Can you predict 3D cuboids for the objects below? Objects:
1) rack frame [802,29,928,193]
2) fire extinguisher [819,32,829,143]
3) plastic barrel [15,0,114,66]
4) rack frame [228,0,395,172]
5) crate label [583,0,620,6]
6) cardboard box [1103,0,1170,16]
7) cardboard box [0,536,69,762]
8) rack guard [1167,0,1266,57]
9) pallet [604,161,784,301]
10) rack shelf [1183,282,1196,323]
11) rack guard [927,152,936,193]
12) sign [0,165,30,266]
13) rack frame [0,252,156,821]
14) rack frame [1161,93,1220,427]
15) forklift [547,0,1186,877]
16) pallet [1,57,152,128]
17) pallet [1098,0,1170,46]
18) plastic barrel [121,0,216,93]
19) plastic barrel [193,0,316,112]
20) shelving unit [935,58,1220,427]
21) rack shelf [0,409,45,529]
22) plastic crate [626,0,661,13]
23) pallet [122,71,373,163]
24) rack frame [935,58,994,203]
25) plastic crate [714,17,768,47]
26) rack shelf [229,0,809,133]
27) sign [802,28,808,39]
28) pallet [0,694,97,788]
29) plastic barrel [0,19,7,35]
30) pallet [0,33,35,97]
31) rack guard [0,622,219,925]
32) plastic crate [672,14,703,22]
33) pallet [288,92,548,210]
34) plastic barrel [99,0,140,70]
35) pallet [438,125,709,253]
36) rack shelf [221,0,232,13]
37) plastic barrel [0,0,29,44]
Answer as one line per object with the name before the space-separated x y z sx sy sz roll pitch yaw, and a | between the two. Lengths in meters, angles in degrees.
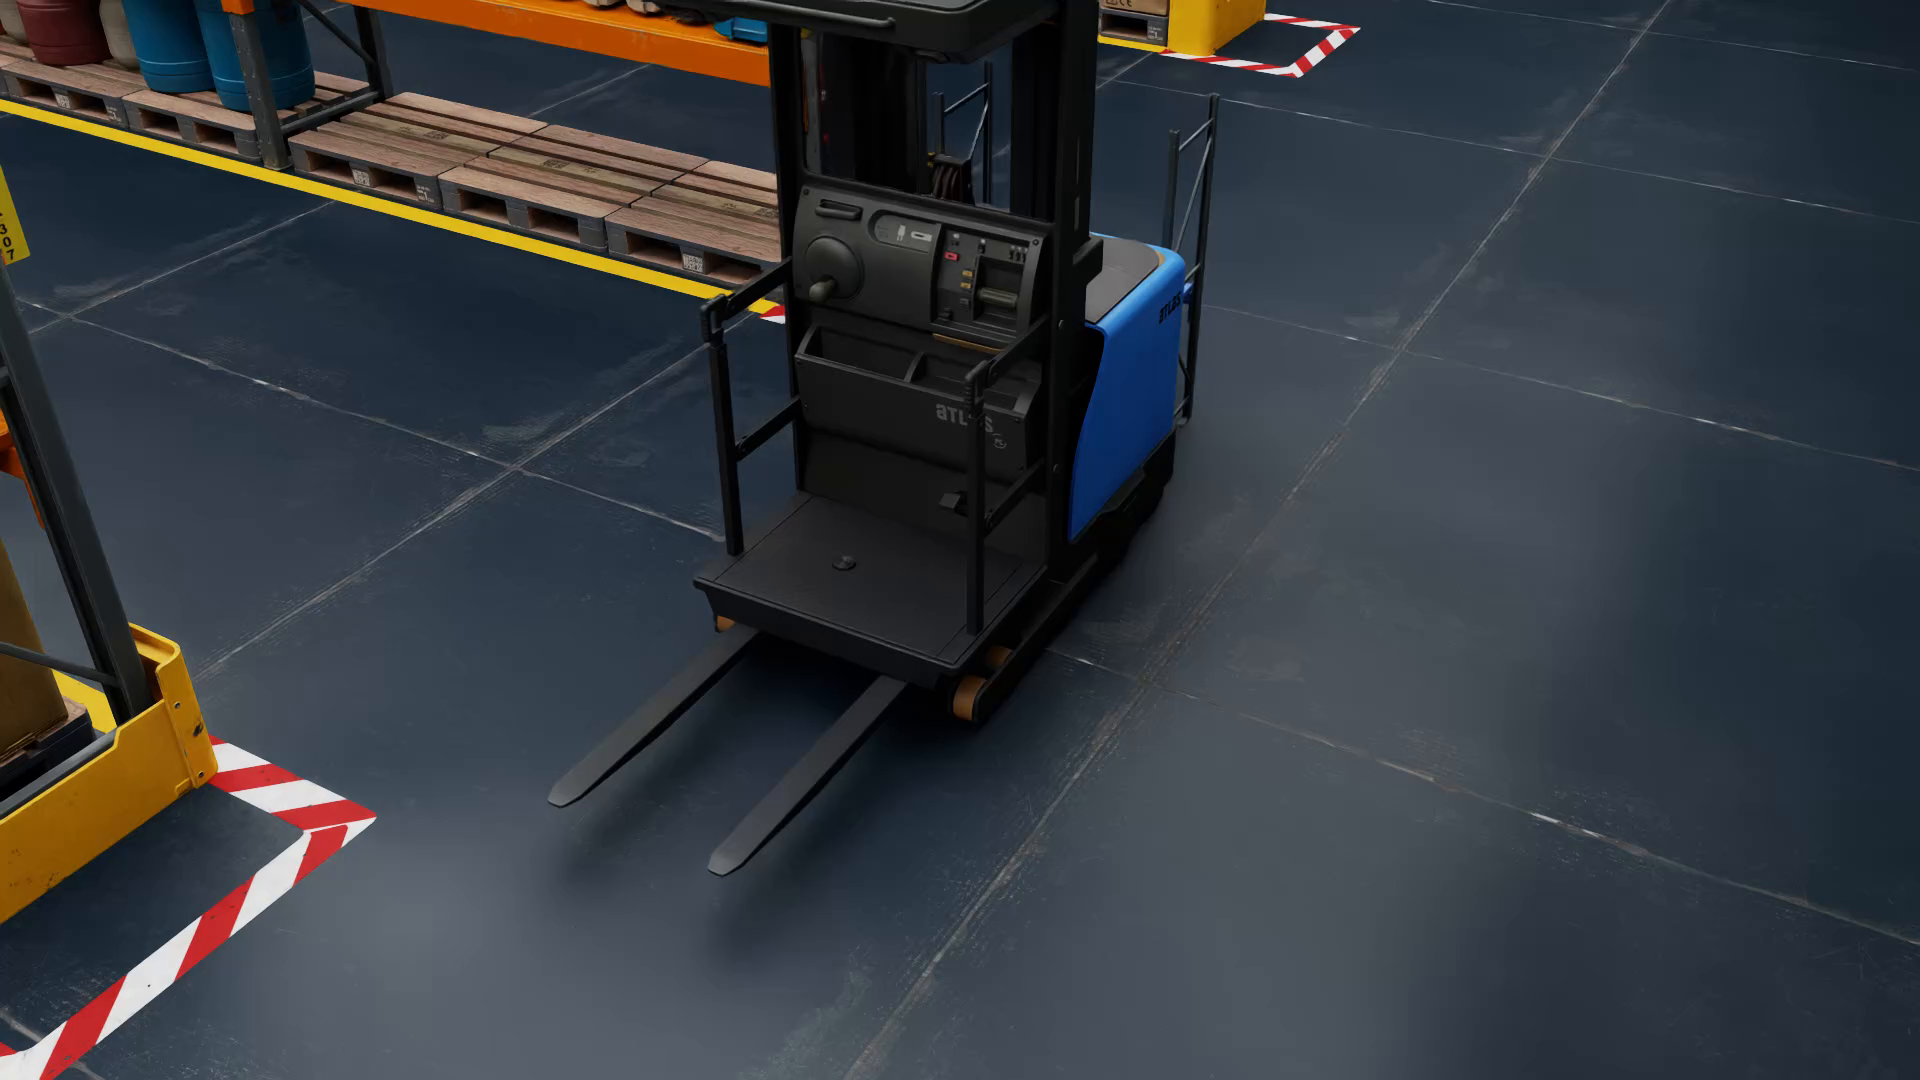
rack frame | -0.471 -2.639 8.007 0.127 3.000 1.000 18 37 24
fire extinguisher | -0.565 -2.192 7.741 0.183 0.674 0.296 18 37 24
plastic barrel | -6.003 -3.573 11.207 0.708 0.588 0.600 18 37 24
rack frame | -3.944 -3.739 9.659 0.127 3.000 1.000 18 37 24
crate label | -1.767 -2.843 8.497 0.243 0.136 0.396 18 37 24
cardboard box | 1.396 -4.196 12.202 0.500 0.500 0.500 18 37 24
cardboard box | -3.524 0.316 5.107 0.875 0.875 0.875 18 37 24
rack guard | 1.924 -4.002 12.309 0.348 0.500 1.175 18 37 24
pallet | -1.168 -1.724 9.149 1.213 0.211 1.003 18 37 24
rack shelf | 0.477 -1.045 7.291 1.000 0.185 0.538 16 37 22
rack guard | -0.444 -1.598 8.699 0.348 0.500 1.175 18 37 24
sign | -2.648 -0.914 4.564 0.005 0.325 0.100 18 37 24
rack frame | -2.928 -0.256 4.428 0.127 3.000 1.000 18 37 24
rack frame | 0.932 -1.069 7.002 0.032 1.500 0.500 16 37 22
forklift | -0.254 -0.873 5.416 1.130 2.935 3.031 17 37 24
pallet | -5.656 -3.146 11.284 1.213 0.211 1.003 18 37 24
pallet | 1.231 -4.101 12.718 1.213 0.211 1.003 18 37 24
plastic barrel | -5.022 -3.393 10.654 0.708 0.901 0.600 18 37 24
plastic barrel | -4.408 -3.198 10.361 0.708 0.901 0.600 18 37 24
shelving unit | 0.477 -1.195 7.191 1.048 1.500 0.538 16 37 22
rack shelf | -4.665 -0.506 5.453 4.000 0.370 1.077 18 37 24
plastic crate | -1.513 -2.778 8.400 0.243 0.136 0.396 18 37 24
pallet | -4.593 -2.811 10.781 1.213 0.211 1.003 18 37 24
rack frame | 0.023 -1.321 7.381 0.032 1.500 0.500 16 37 22
plastic crate | -0.854 -2.681 7.984 0.499 0.435 0.616 18 37 24
rack shelf | -2.207 -2.890 9.032 4.000 0.370 1.077 18 37 24
sign | -0.730 -2.438 7.558 0.005 0.325 0.100 18 37 24
pallet | -3.662 0.723 5.474 1.213 0.211 1.003 18 37 24
plastic barrel | -6.983 -3.984 11.606 0.708 0.830 0.600 18 37 24
pallet | -6.711 -3.482 11.788 1.213 0.211 1.003 18 37 24
rack guard | -2.908 0.791 5.111 0.348 0.500 1.175 18 37 24
plastic crate | -1.269 -2.692 8.269 0.243 0.136 0.396 18 37 24
pallet | -3.286 -2.395 10.156 1.213 0.211 1.003 18 37 24
plastic barrel | -5.468 -3.429 11.059 0.421 0.512 0.421 0 34 0
pallet | -2.223 -2.060 9.653 1.213 0.211 1.003 18 37 24
rack shelf | -5.680 -3.990 10.684 4.000 0.370 1.077 18 37 24
plastic barrel | -6.449 -3.740 11.526 0.421 0.512 0.421 0 34 0
